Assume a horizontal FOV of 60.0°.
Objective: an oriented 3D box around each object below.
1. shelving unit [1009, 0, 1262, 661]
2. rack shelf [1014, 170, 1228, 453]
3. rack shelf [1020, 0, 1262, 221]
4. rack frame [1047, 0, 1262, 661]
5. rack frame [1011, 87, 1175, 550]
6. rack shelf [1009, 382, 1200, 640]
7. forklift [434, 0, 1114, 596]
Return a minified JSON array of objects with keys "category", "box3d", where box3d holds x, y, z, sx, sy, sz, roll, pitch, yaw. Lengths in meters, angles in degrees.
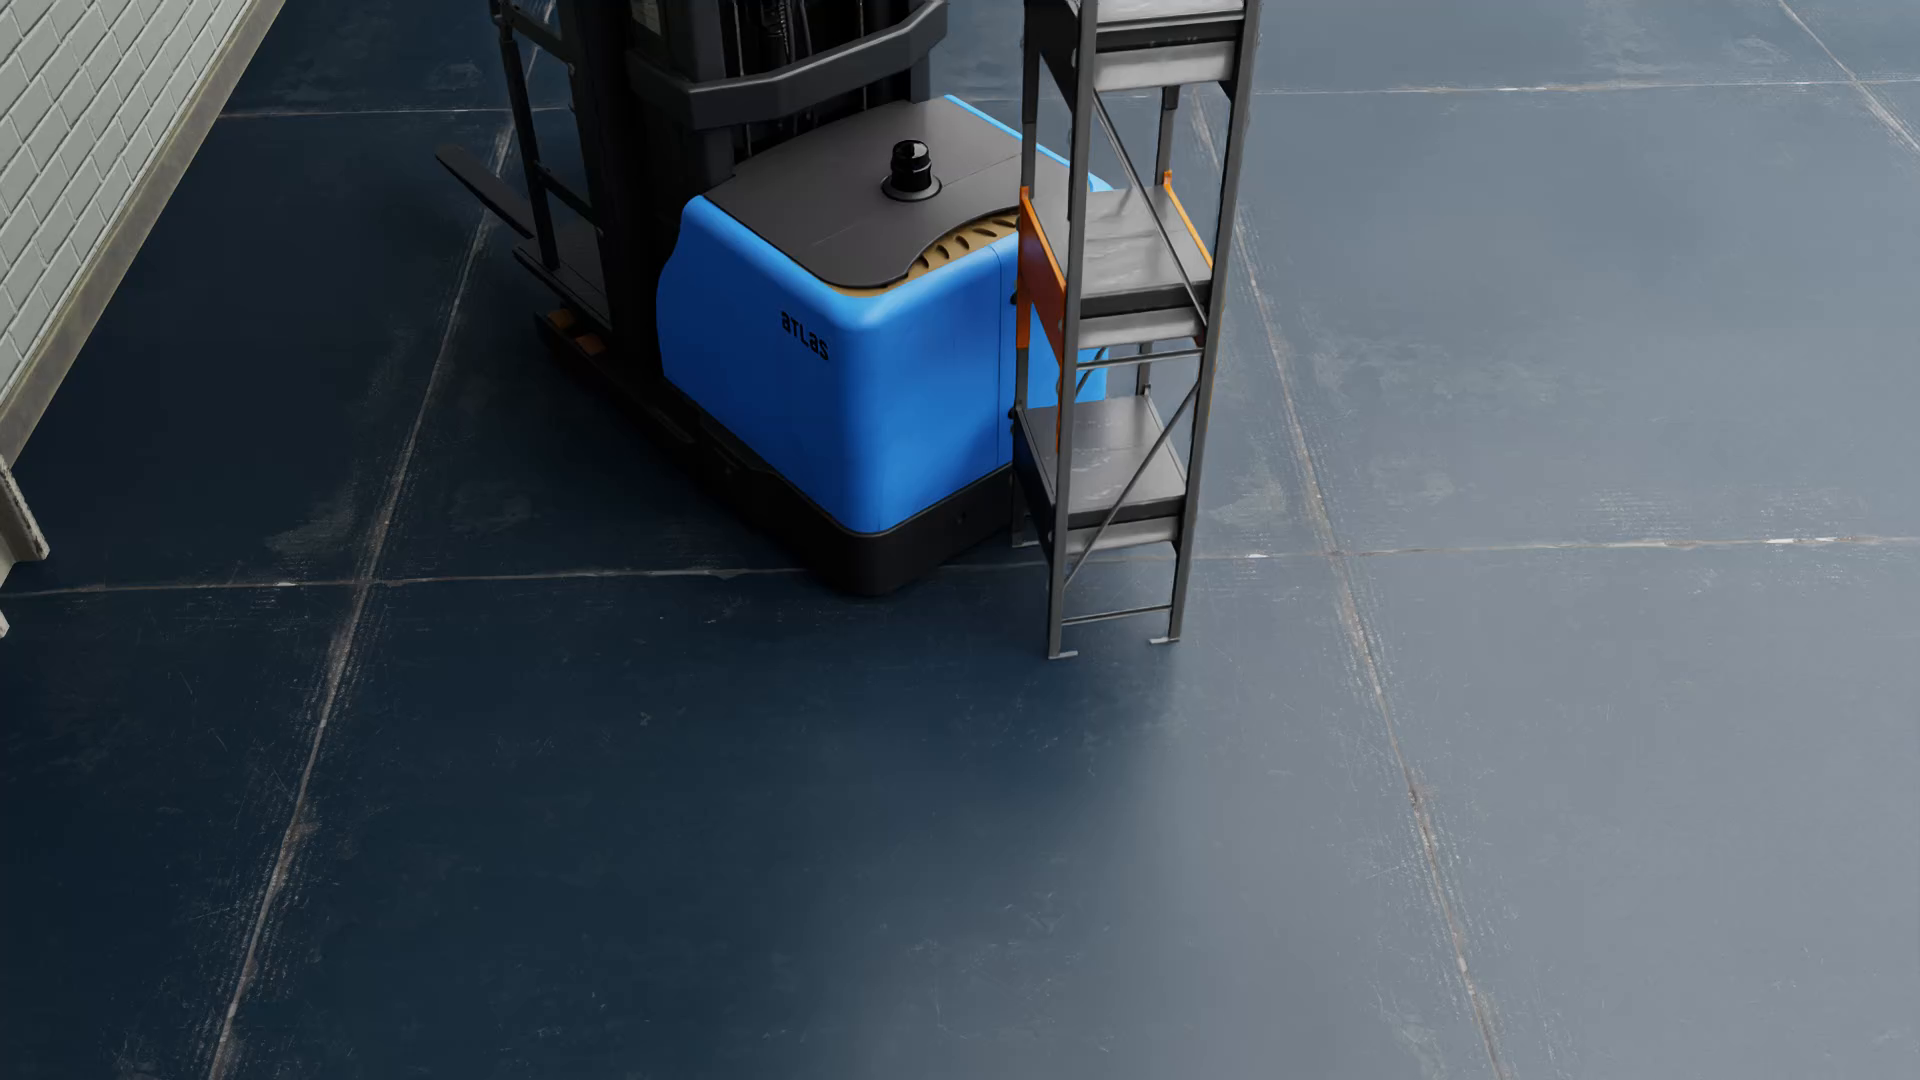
[{"category":"shelving unit","box3d":[0.405,-0.613,4.365,0.431,2.100,0.503,-8,43,-8]},{"category":"rack shelf","box3d":[0.405,-0.603,4.374,0.431,0.518,0.480,-8,43,-8]},{"category":"rack shelf","box3d":[0.405,-1.119,3.901,0.431,0.518,0.480,-8,43,-8]},{"category":"rack frame","box3d":[0.453,-0.451,4.188,0.400,2.100,0.015,-8,43,-8]},{"category":"rack frame","box3d":[0.357,-0.775,4.541,0.400,2.100,0.015,-8,43,-8]},{"category":"rack shelf","box3d":[0.405,-0.087,4.847,0.431,0.518,0.480,-8,43,-8]},{"category":"forklift","box3d":[-0.861,-1.839,5.087,1.130,2.935,3.031,-30,50,-29]}]
